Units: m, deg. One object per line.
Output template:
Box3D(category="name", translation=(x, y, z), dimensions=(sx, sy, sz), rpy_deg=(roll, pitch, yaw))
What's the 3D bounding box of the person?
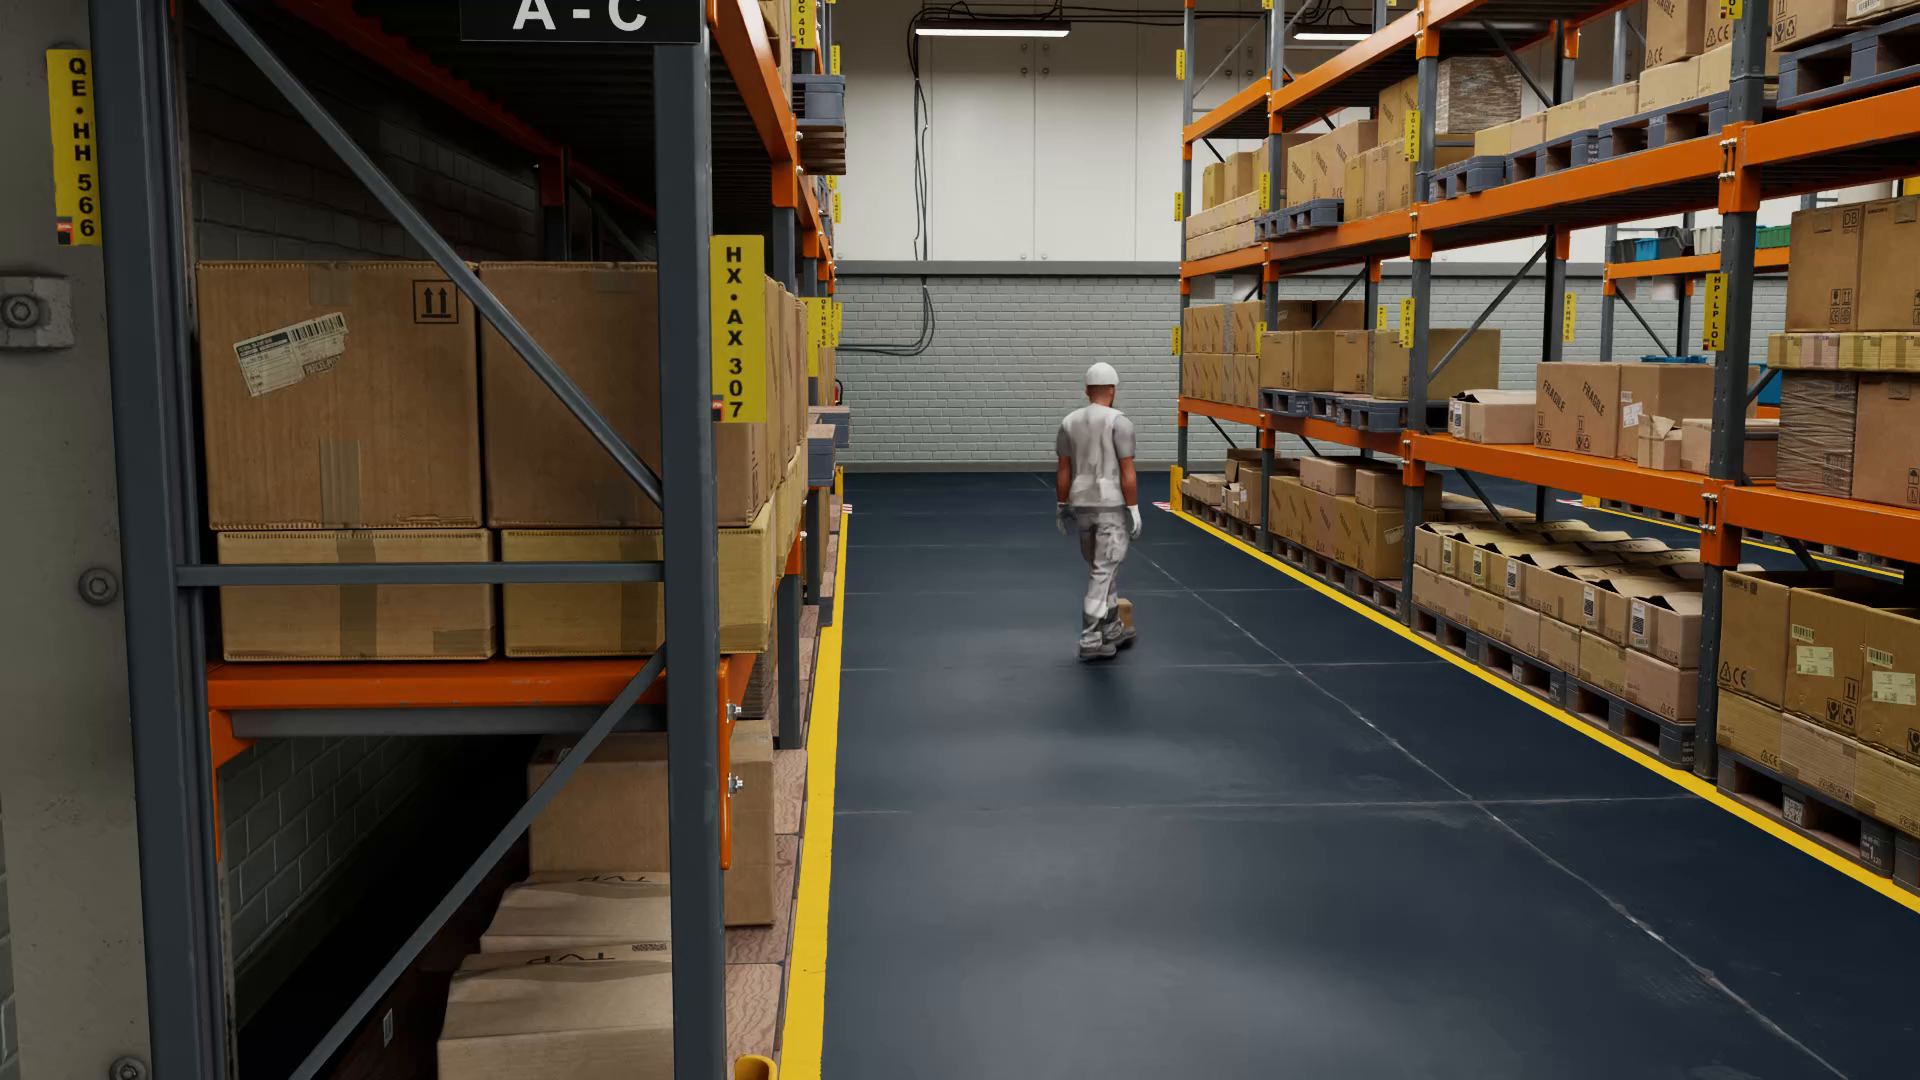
Box3D(category="person", translation=(0.939, -0.196, 10.192), dimensions=(0.577, 1.773, 0.731), rpy_deg=(6, 9, 40))
